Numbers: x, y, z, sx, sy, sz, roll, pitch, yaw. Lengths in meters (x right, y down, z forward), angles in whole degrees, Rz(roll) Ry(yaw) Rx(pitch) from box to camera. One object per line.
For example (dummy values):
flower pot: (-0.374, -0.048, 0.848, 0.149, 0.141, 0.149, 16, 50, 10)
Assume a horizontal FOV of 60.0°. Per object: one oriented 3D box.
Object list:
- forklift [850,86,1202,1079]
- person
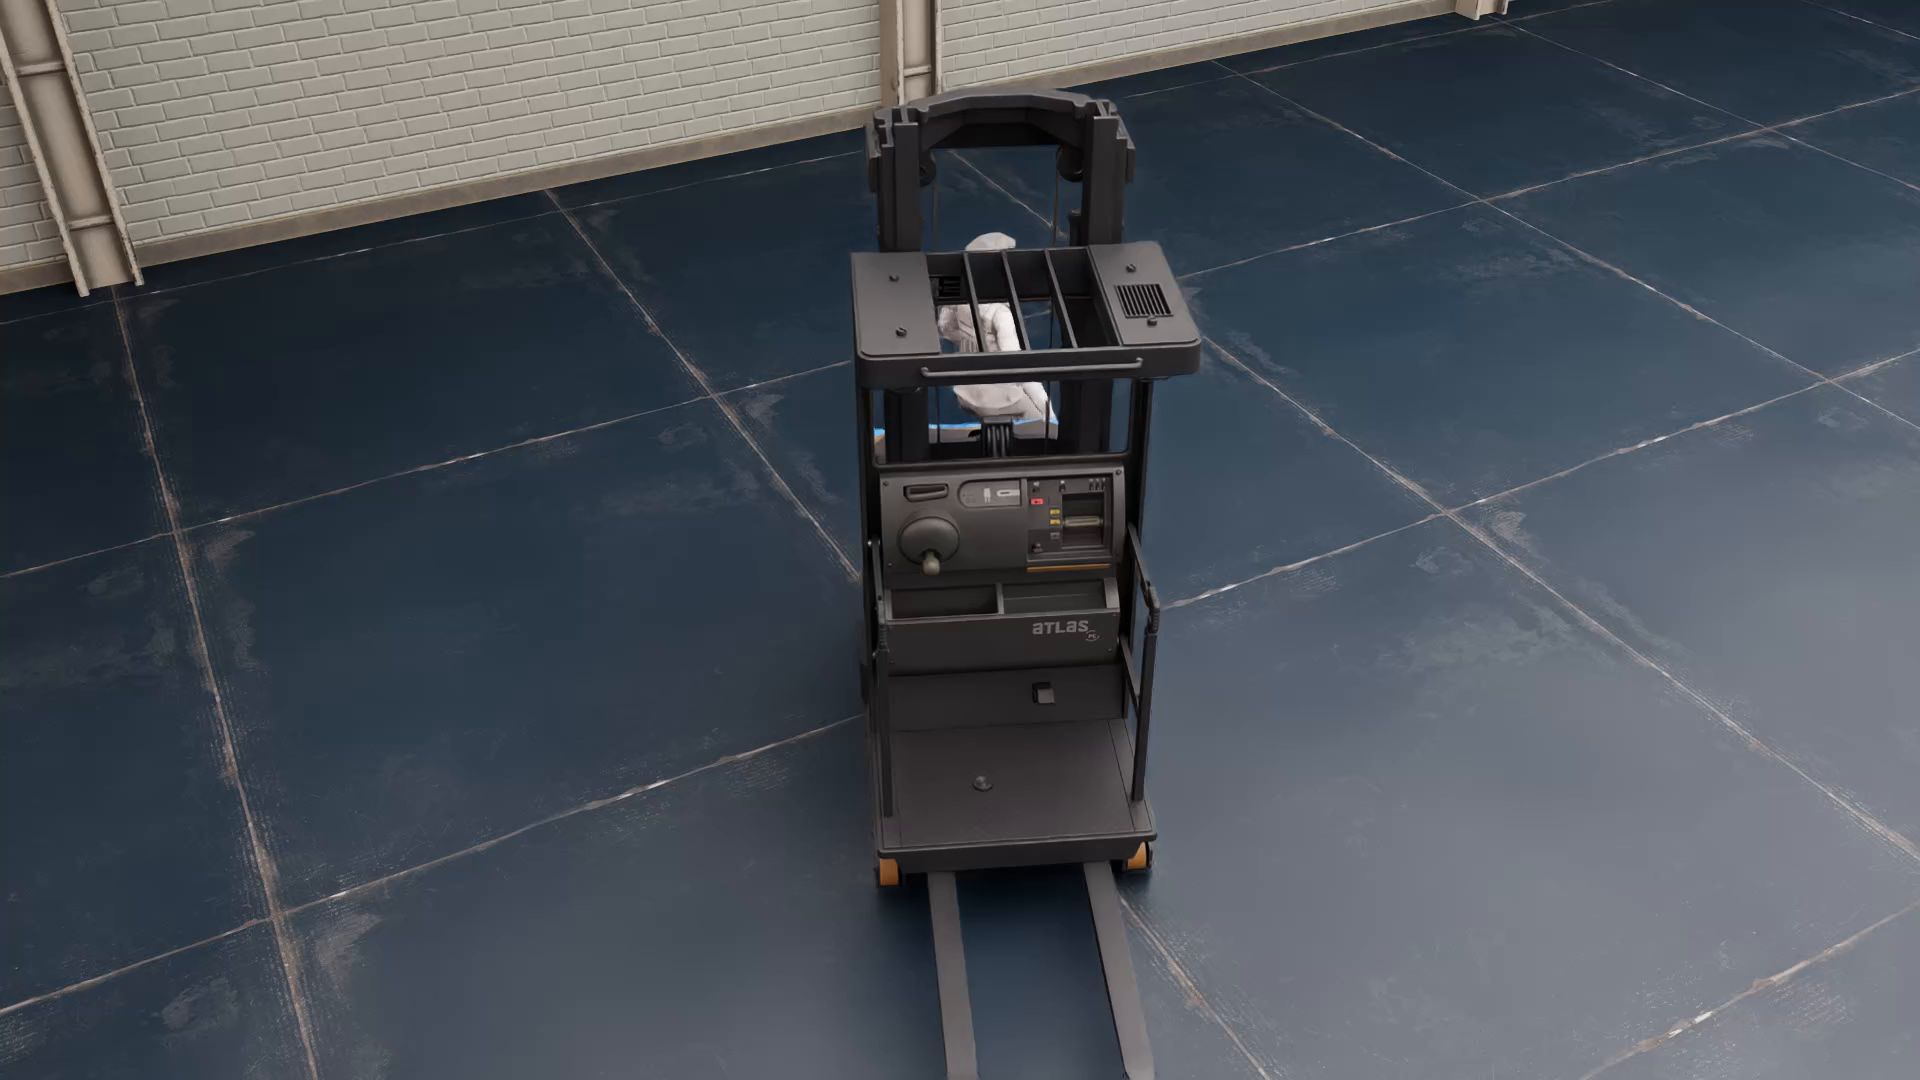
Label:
forklift: (0.185, -0.011, 6.139, 1.130, 2.935, 3.031, -3, 35, -4)
person: (0.248, -0.770, 8.374, 0.557, 1.622, 0.819, -25, 42, -31)
